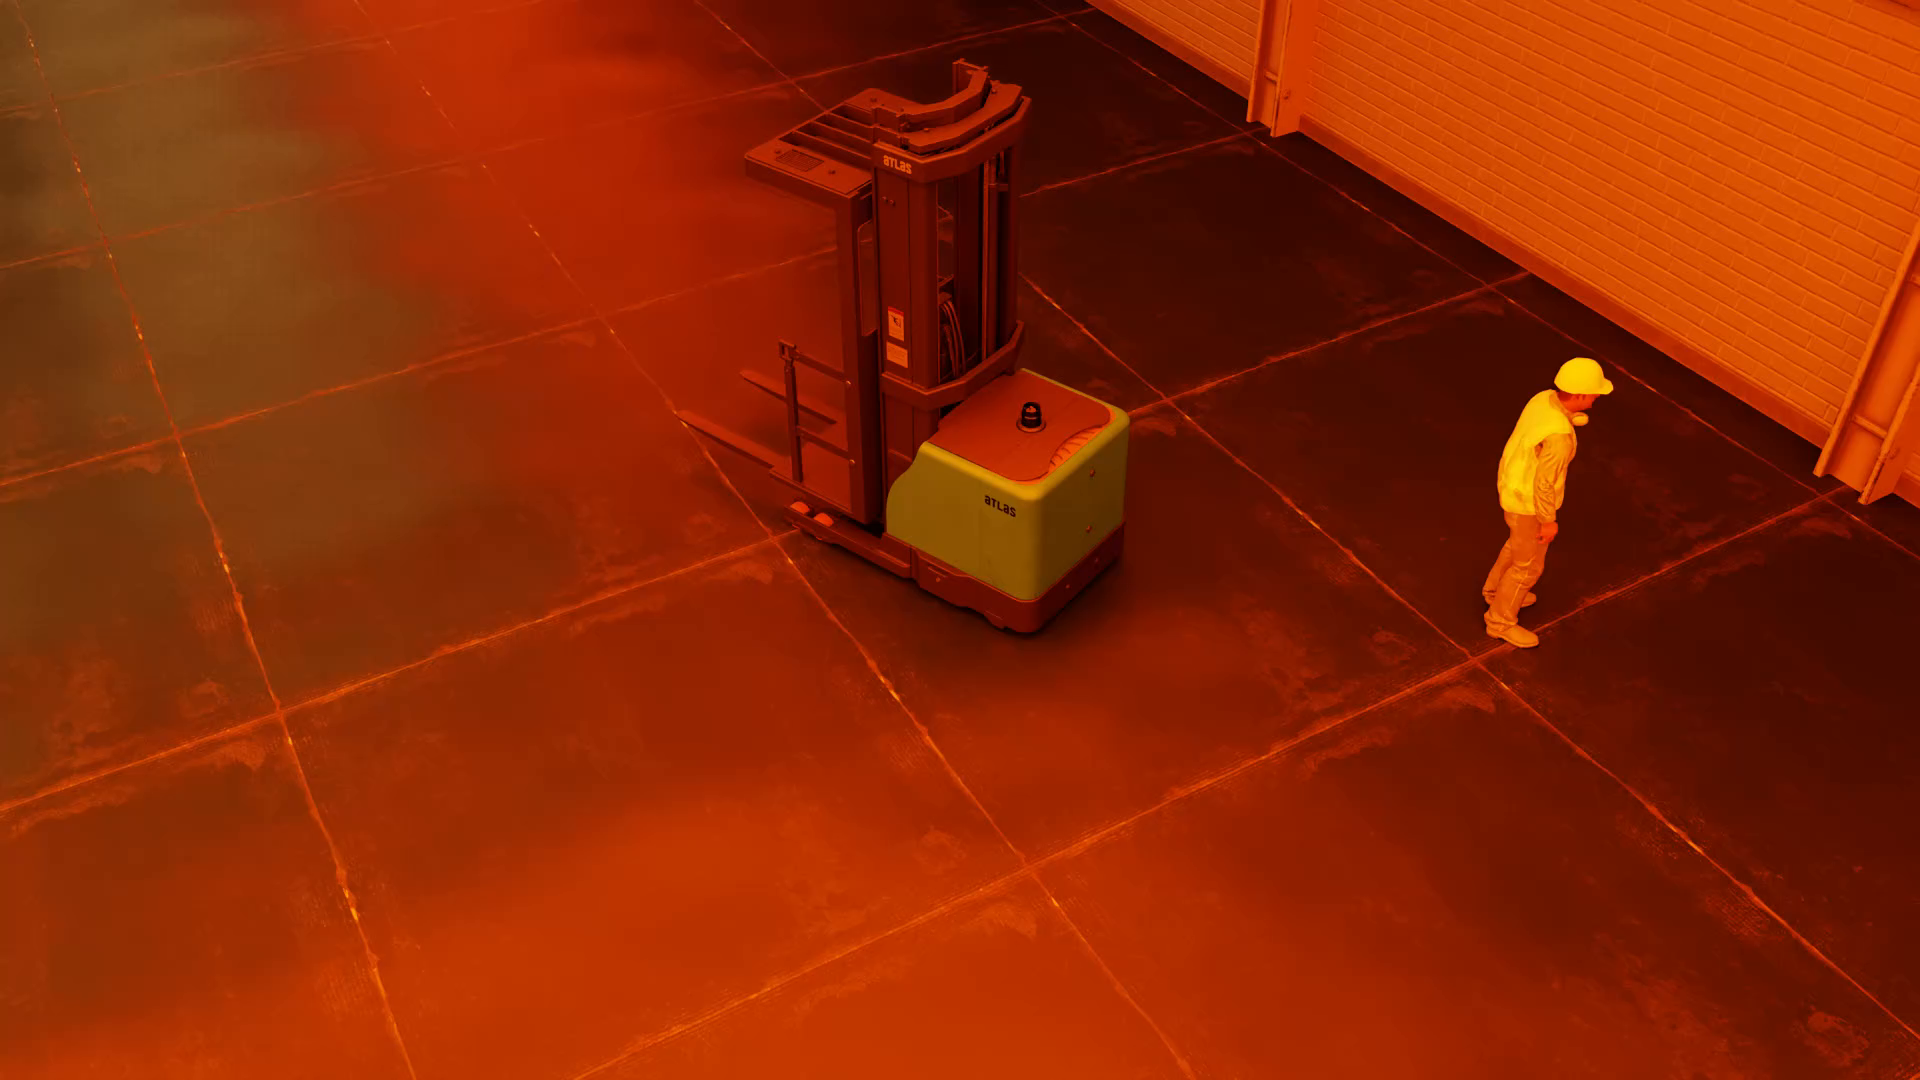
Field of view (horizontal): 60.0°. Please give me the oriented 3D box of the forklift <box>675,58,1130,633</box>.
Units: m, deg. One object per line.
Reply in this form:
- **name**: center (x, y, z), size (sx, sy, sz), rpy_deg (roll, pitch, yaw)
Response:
- **forklift**: center (-0.481, -1.366, 9.683), size (3.031, 2.935, 1.130), rpy_deg (26, 46, 28)

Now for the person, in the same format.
- **person**: center (3.209, -0.249, 9.245), size (0.457, 1.773, 0.592), rpy_deg (7, 40, 9)
